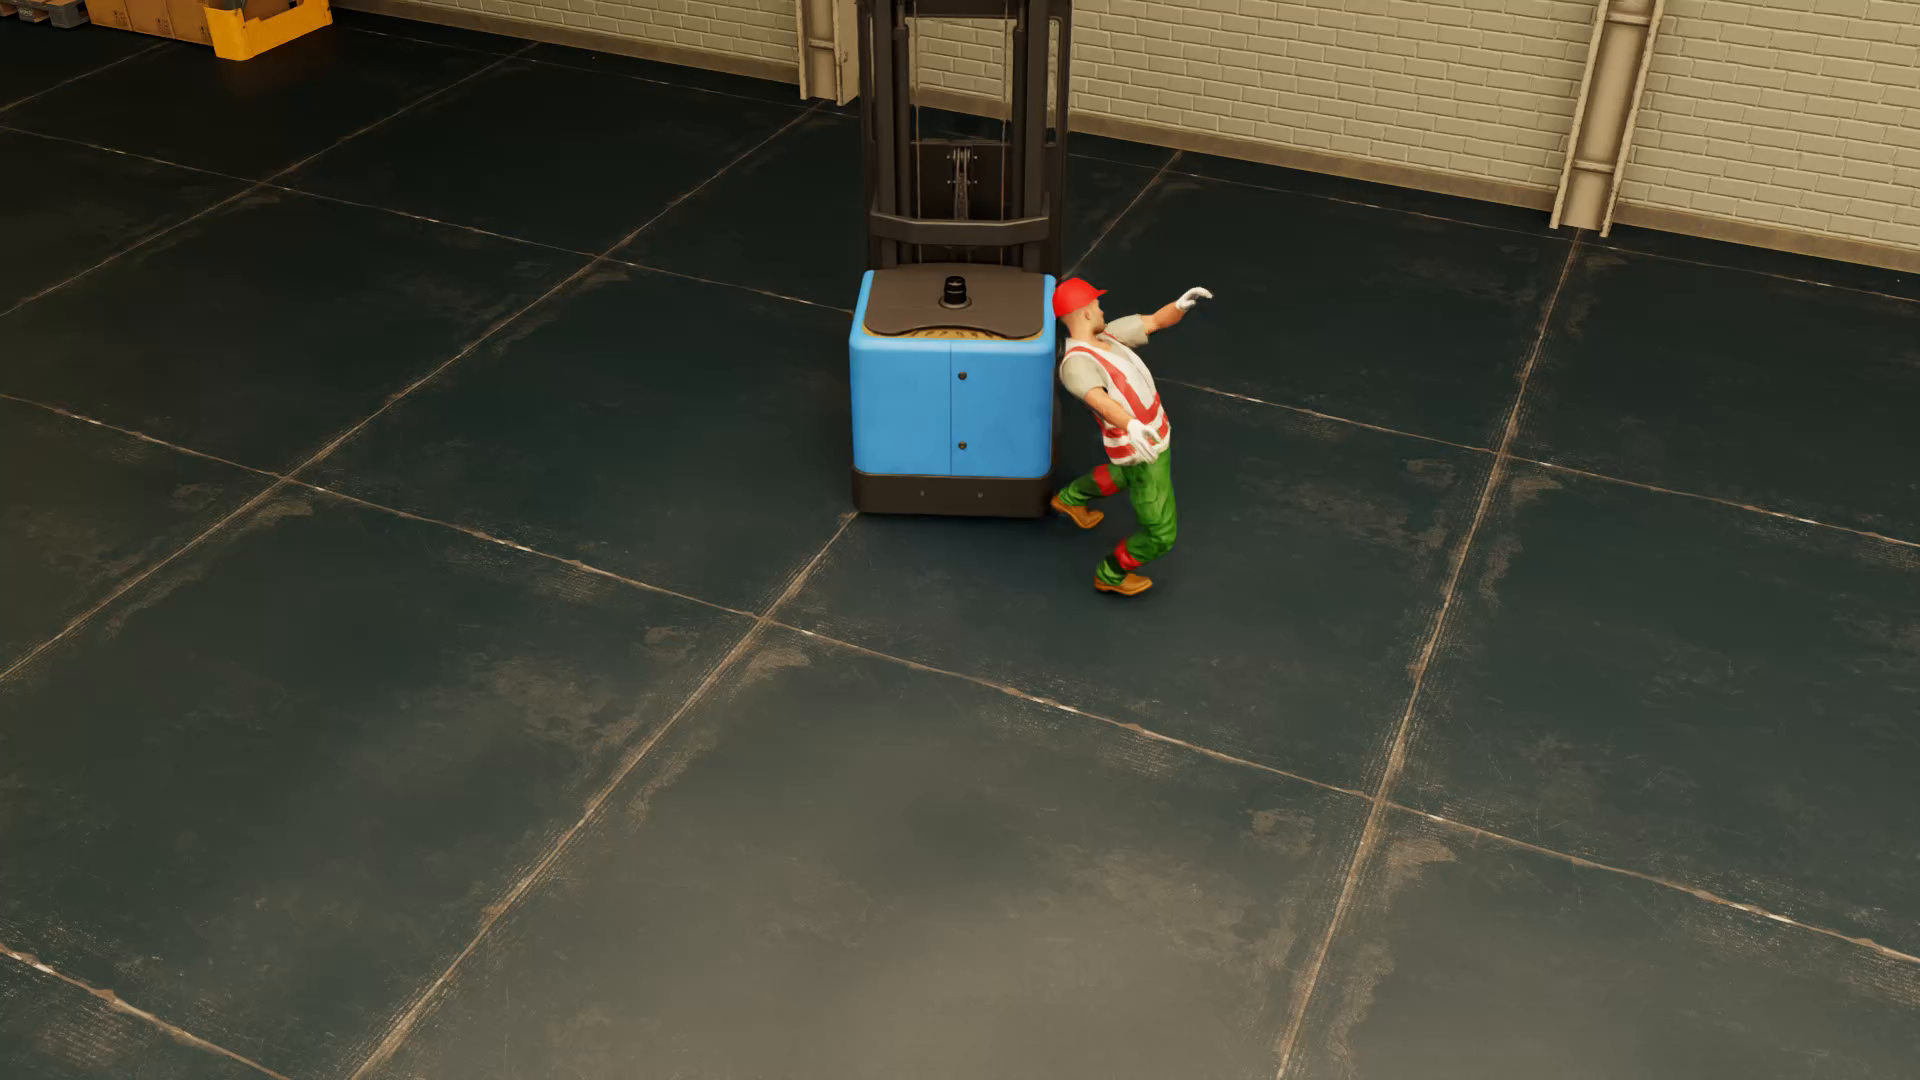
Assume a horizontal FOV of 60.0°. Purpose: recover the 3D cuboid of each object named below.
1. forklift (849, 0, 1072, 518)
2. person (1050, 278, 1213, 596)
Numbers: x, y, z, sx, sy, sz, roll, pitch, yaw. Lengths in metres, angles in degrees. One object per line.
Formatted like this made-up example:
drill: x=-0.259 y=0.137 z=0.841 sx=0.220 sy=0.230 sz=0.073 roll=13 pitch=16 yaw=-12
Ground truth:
forklift: x=0.036 y=-2.141 z=9.088 sx=1.130 sy=2.935 sz=3.031 roll=2 pitch=36 yaw=3
person: x=0.766 y=-0.399 z=7.787 sx=0.725 sy=1.548 sz=1.101 roll=2 pitch=36 yaw=3
